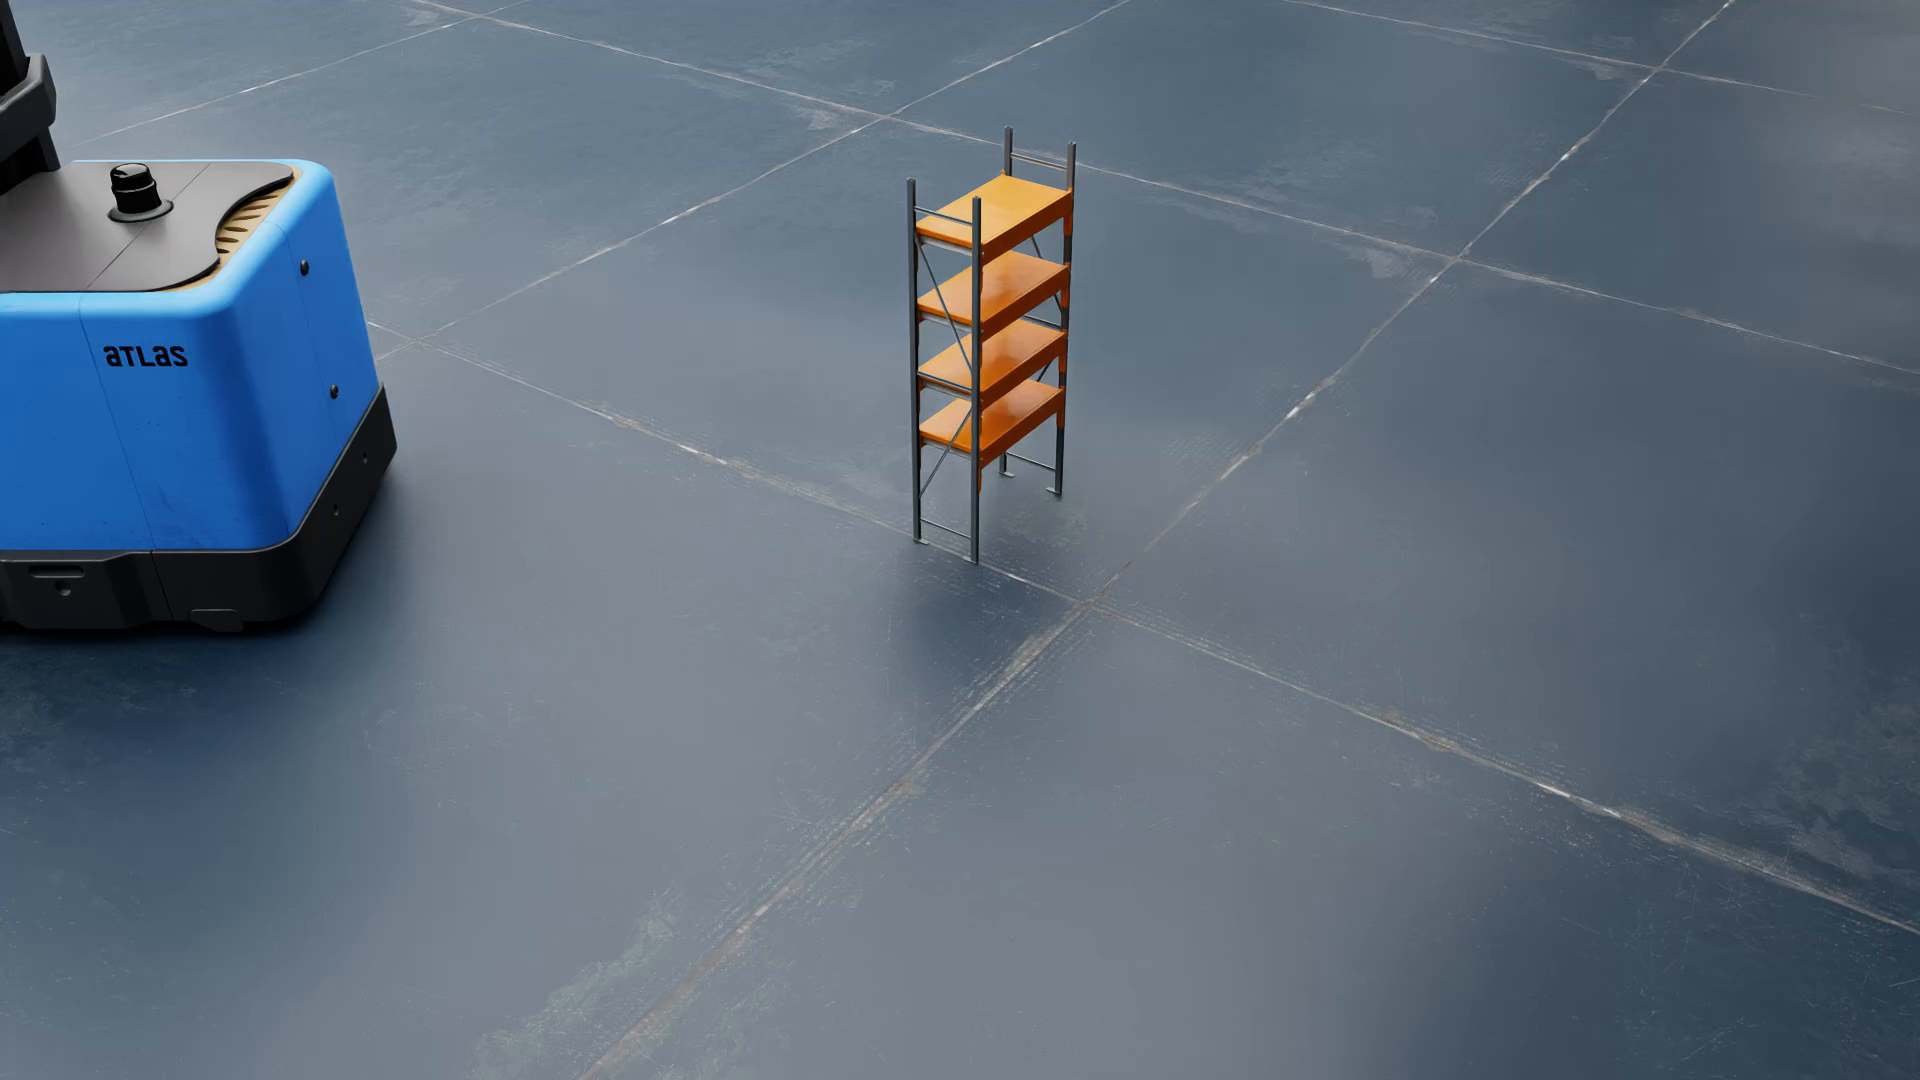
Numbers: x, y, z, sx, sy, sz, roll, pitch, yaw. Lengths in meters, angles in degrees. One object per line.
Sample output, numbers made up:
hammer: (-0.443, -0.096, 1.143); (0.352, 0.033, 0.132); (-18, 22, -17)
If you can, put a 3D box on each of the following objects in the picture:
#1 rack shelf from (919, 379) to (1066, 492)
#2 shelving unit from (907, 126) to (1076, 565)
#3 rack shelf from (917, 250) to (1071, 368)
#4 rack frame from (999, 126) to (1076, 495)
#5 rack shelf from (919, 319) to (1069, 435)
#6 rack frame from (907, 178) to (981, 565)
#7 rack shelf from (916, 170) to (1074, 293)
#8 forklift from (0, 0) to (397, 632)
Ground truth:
rack shelf: (0.094, -0.353, 5.175); (0.258, 0.148, 0.480); (21, 39, 28)
shelving unit: (0.094, -0.573, 5.027); (0.258, 1.200, 0.503); (21, 39, 28)
rack shelf: (0.094, -0.703, 4.939); (0.258, 0.148, 0.480); (21, 39, 28)
rack frame: (0.233, -0.686, 5.193); (0.240, 1.200, 0.015); (21, 39, 28)
rack shelf: (0.094, -0.517, 5.064); (0.258, 0.148, 0.480); (21, 39, 28)
rack frame: (-0.045, -0.461, 4.861); (0.240, 1.200, 0.015); (21, 39, 28)
rack shelf: (0.094, -0.899, 4.806); (0.258, 0.148, 0.480); (21, 39, 28)
forklift: (-3.397, -1.212, 4.425); (3.031, 2.935, 1.130); (0, 34, 0)
